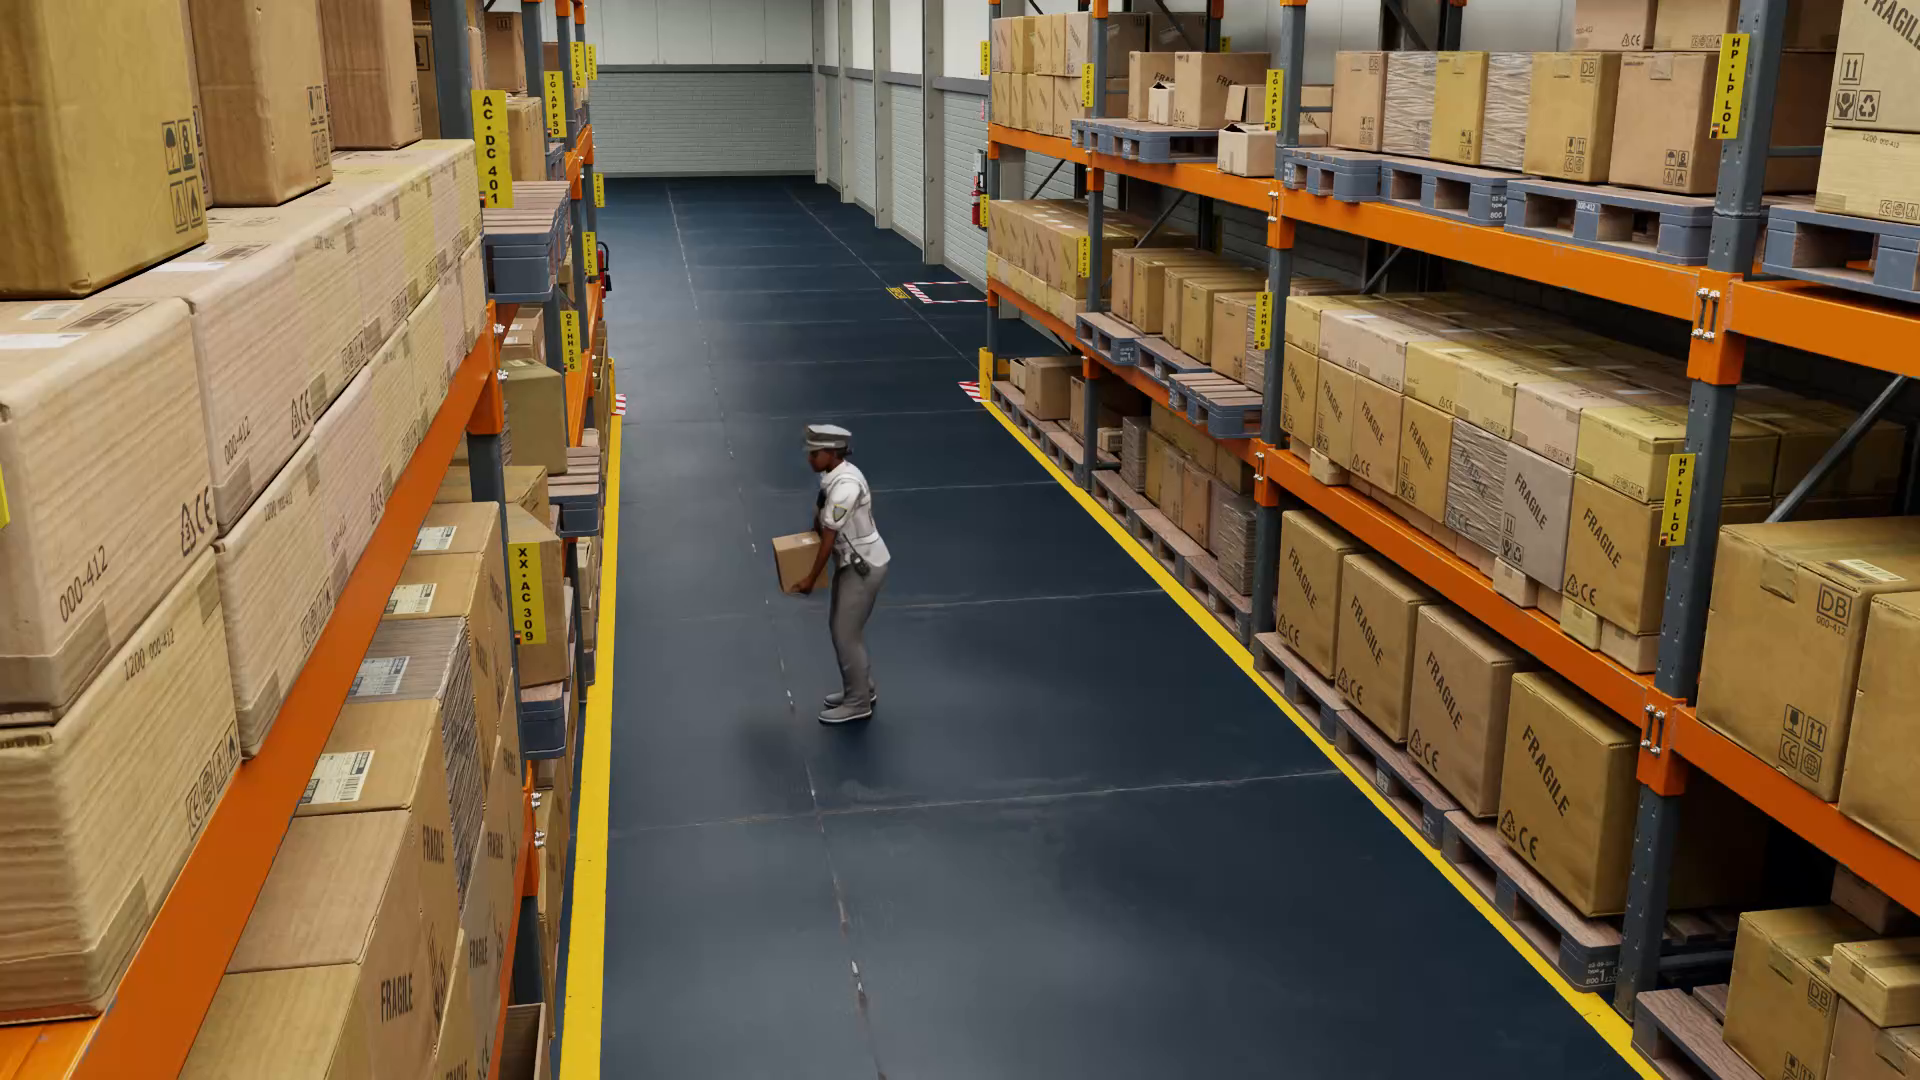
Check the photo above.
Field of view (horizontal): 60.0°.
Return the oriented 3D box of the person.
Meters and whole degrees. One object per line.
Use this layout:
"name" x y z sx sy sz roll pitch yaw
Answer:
"person" -0.656 0.175 8.993 0.554 1.646 0.416 -3 17 -11
